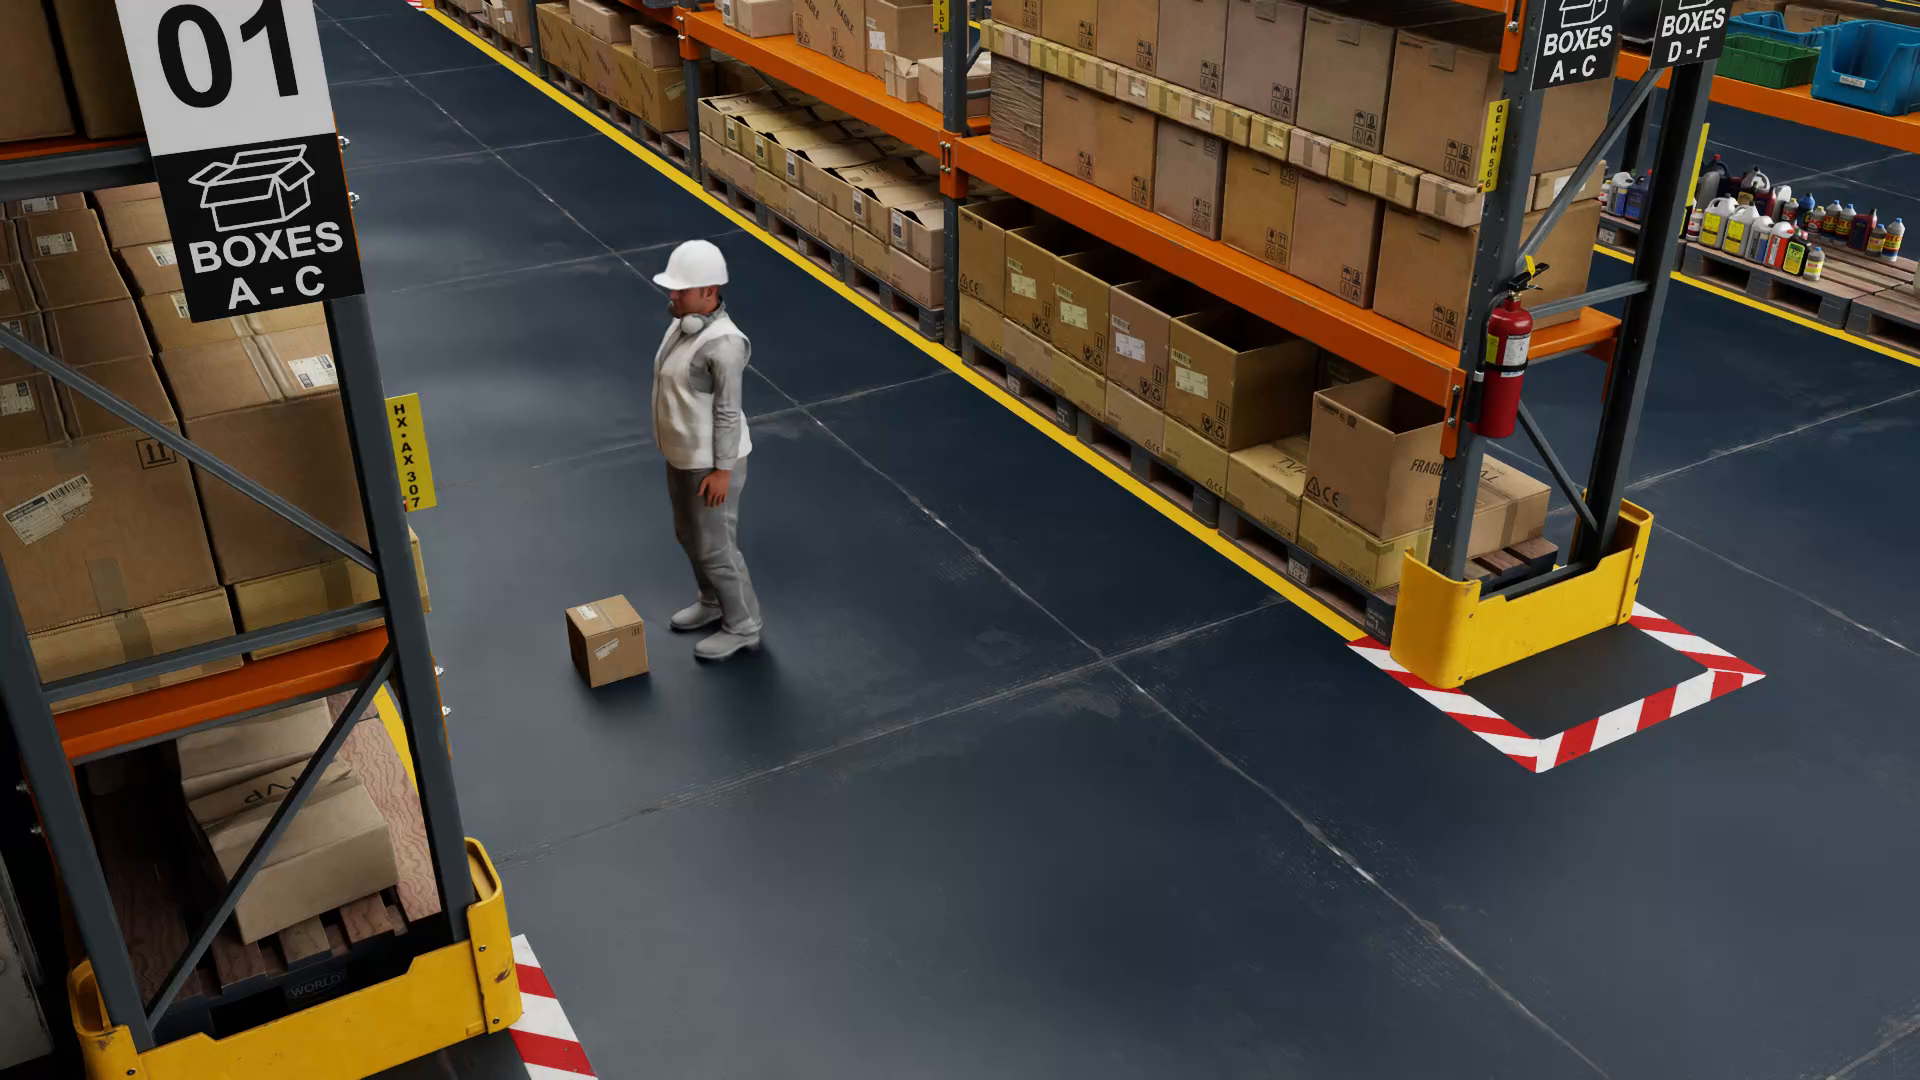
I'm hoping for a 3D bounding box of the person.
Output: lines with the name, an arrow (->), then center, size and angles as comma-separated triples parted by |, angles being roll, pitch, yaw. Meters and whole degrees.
person -> -1.039, -0.358, 6.755 | 0.360, 1.767, 0.531 | -15, 32, -25
